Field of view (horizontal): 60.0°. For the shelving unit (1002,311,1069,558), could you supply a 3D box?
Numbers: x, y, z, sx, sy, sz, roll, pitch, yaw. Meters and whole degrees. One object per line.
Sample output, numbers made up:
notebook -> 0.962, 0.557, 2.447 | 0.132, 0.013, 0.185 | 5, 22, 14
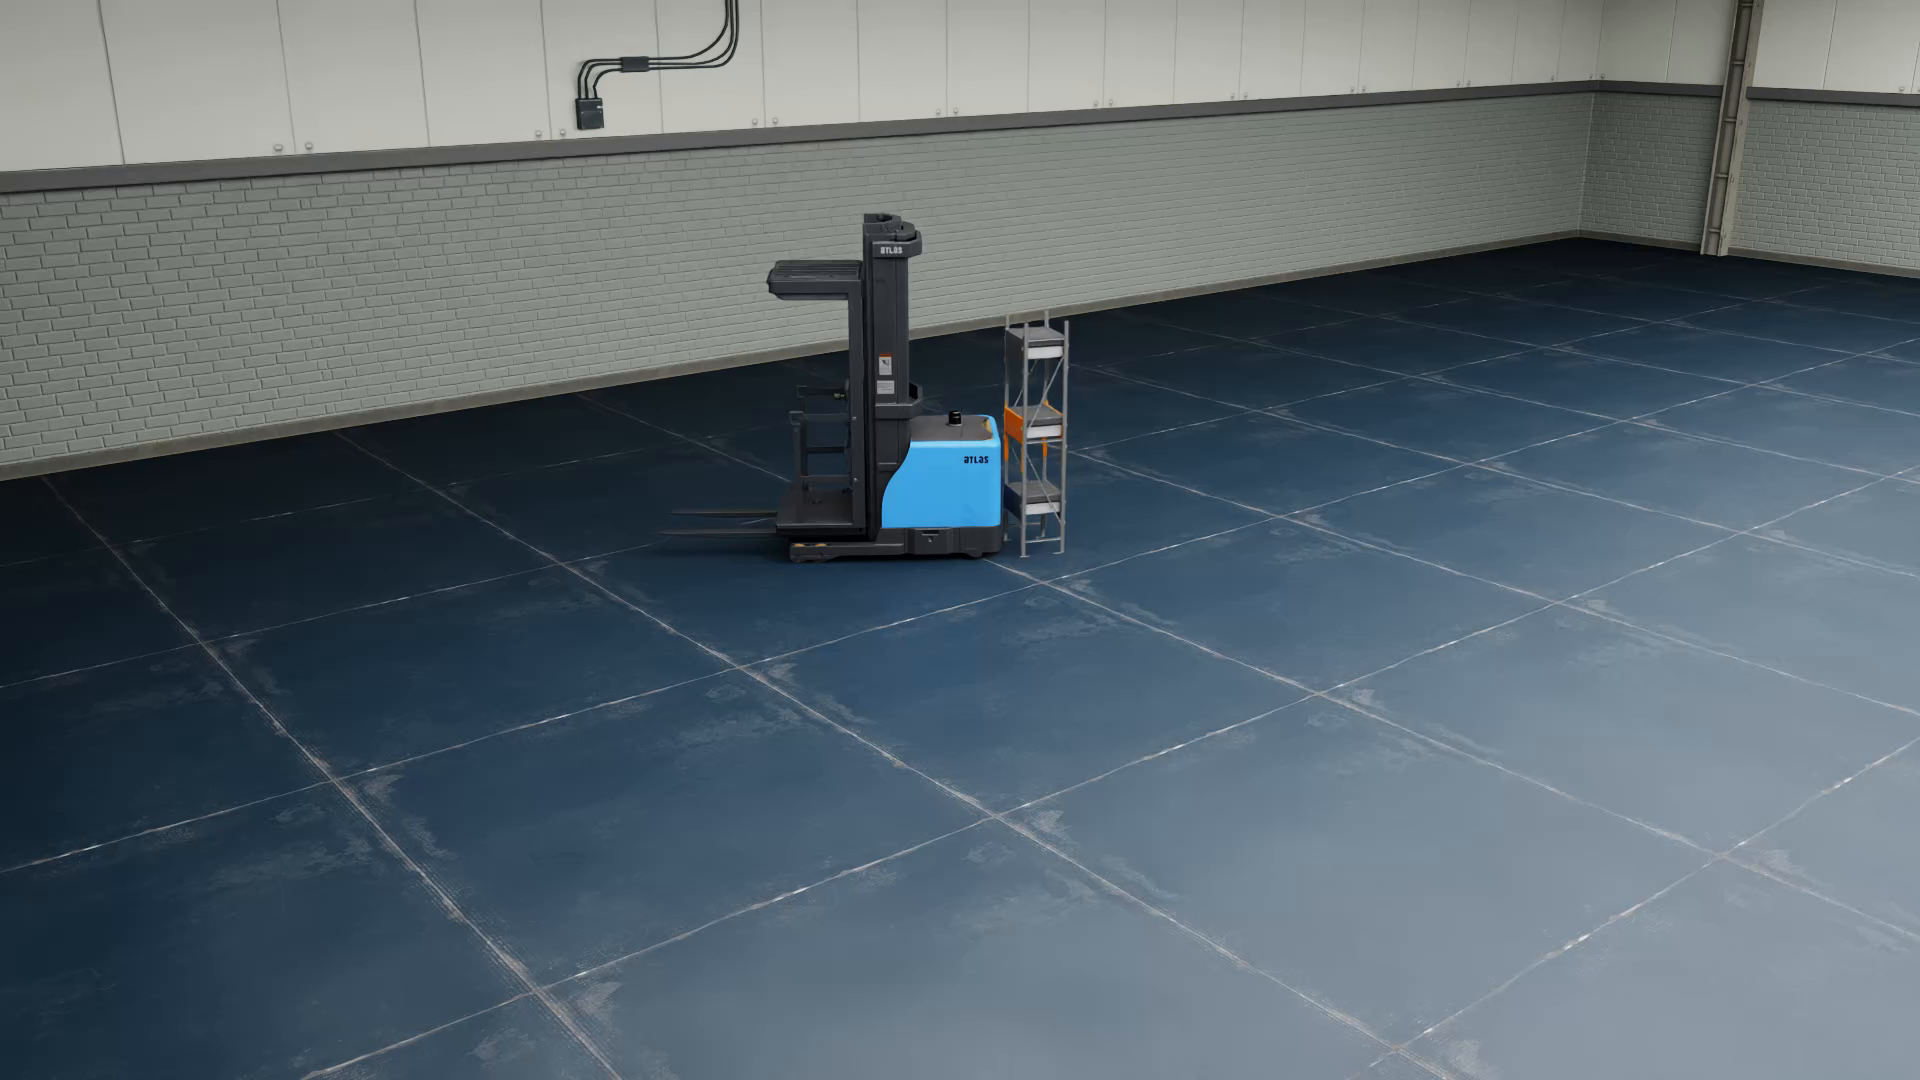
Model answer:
shelving unit -> 0.663, -0.930, 14.718 | 0.431, 2.100, 0.503 | -6, 19, -17

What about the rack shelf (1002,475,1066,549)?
rack shelf -> 0.663, -0.253, 14.943 | 0.431, 0.518, 0.480 | -6, 19, -17

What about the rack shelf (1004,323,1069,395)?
rack shelf -> 0.663, -1.582, 14.503 | 0.431, 0.518, 0.480 | -6, 19, -17

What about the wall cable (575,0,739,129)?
wall cable -> -3.666, -8.015, 19.730 | 2.305, 6.003, 0.169 | -14, 23, -36

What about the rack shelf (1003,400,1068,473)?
rack shelf -> 0.663, -0.917, 14.723 | 0.431, 0.518, 0.480 | -6, 19, -17

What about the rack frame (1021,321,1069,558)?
rack frame -> 0.736, -0.857, 14.497 | 0.400, 2.100, 0.015 | -6, 19, -17

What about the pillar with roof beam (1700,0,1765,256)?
pillar with roof beam -> 10.992, -8.875, 27.738 | 9.100, 9.000, 0.400 | -14, 23, -36

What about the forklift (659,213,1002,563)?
forklift -> -1.160, -1.360, 14.693 | 3.031, 2.935, 1.130 | -1, 18, -2

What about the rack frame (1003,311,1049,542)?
rack frame -> 0.590, -1.003, 14.939 | 0.400, 2.100, 0.015 | -6, 19, -17
